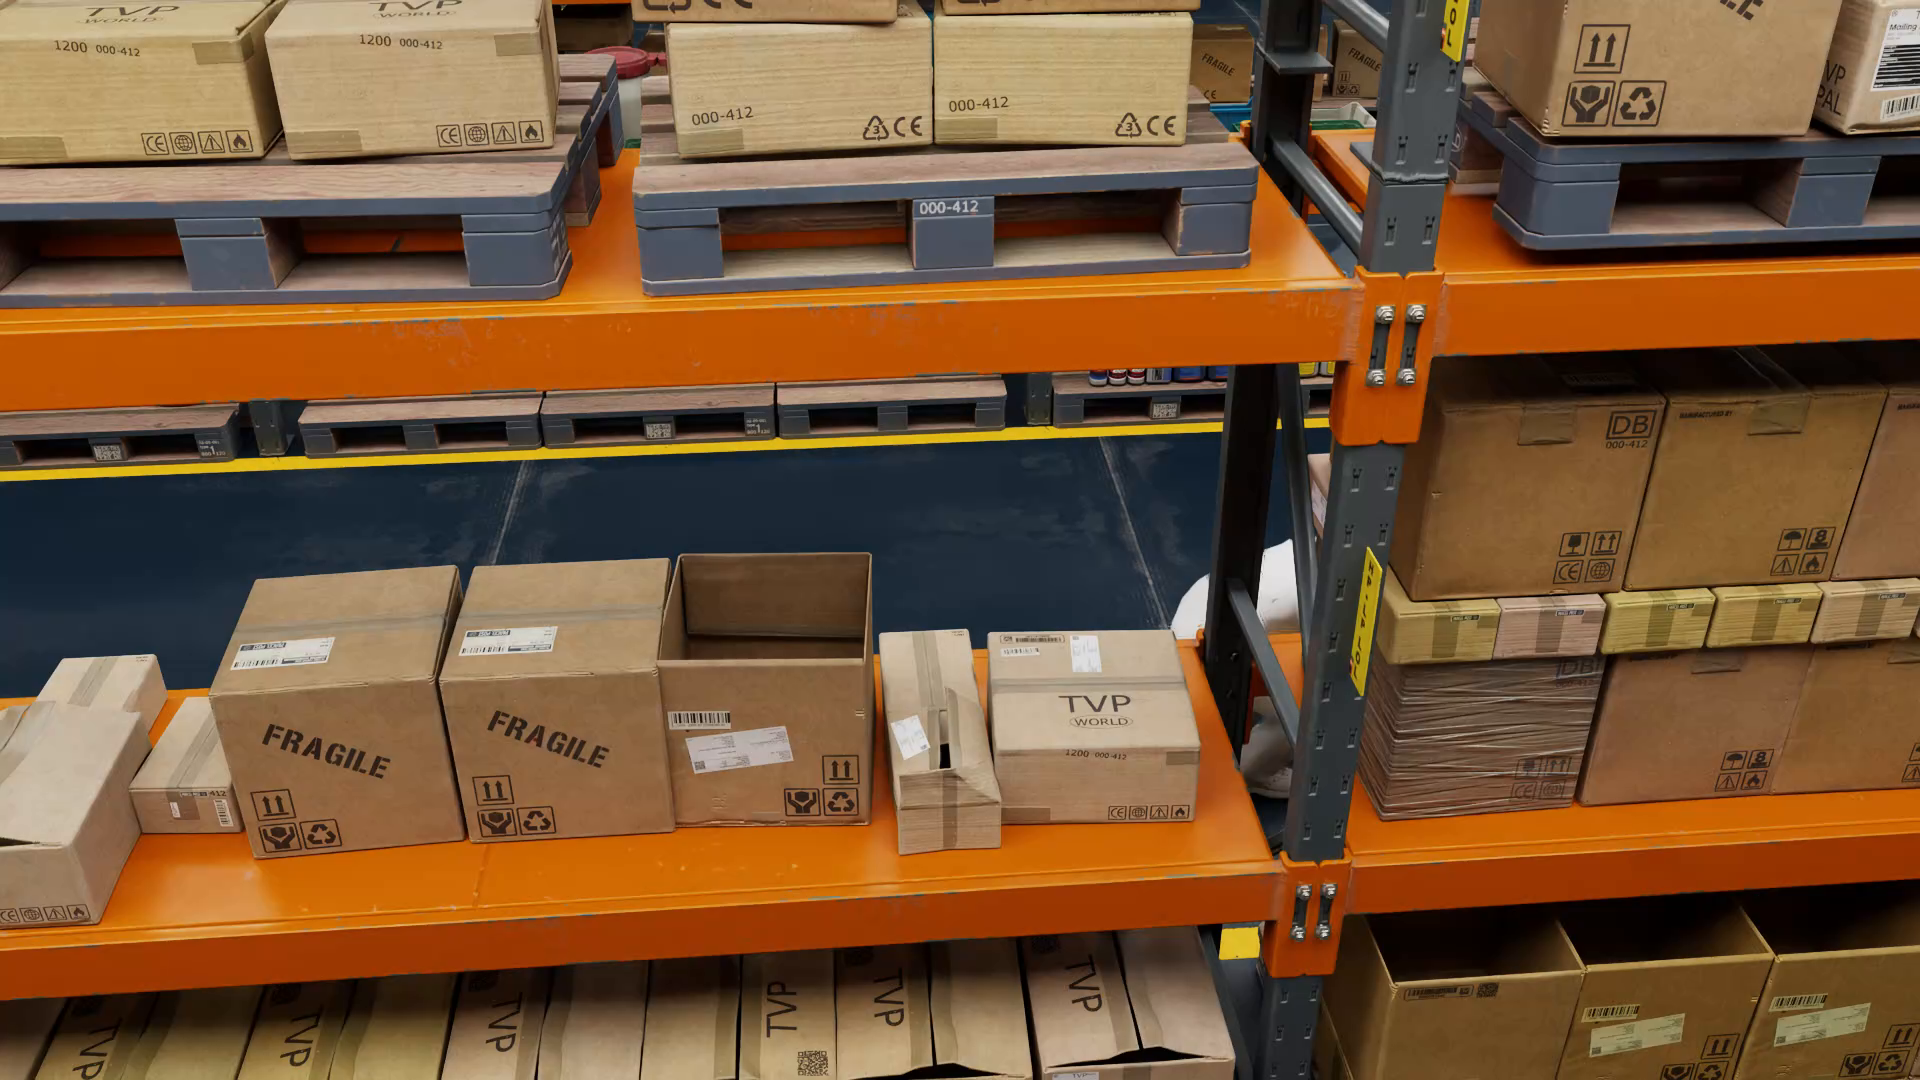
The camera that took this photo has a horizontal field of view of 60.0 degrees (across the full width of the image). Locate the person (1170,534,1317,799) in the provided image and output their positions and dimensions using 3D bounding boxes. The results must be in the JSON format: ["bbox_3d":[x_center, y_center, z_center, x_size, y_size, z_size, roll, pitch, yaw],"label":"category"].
[{"bbox_3d":[1.236,0.450,6.151,0.934,1.000,0.589,-3,31,-5],"label":"person"}]
